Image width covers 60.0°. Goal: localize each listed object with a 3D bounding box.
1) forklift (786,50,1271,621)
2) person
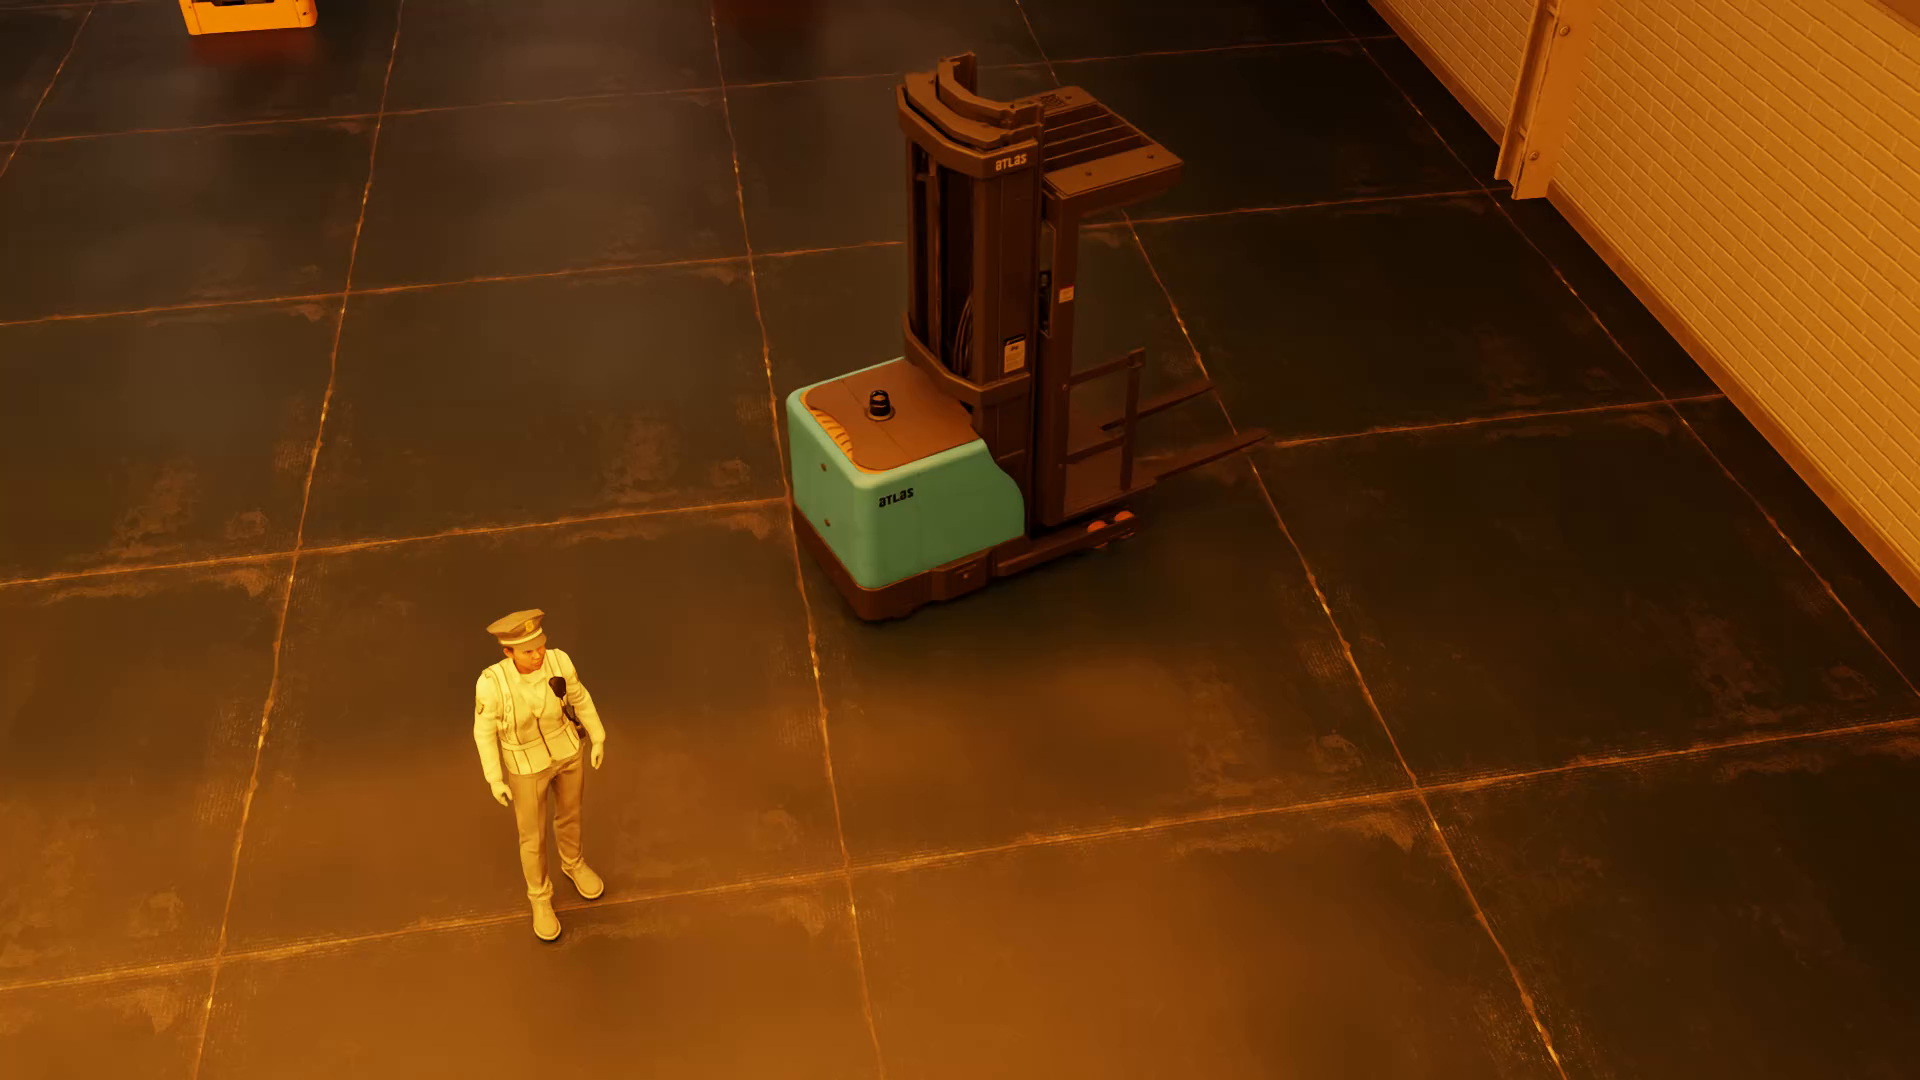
[{"bbox_3d":[0.521,-1.346,9.541,3.031,2.935,1.130,-20,44,-22],"label":"forklift"},{"bbox_3d":[-1.892,1.044,7.673,0.589,1.696,0.531,-24,46,-25],"label":"person"}]
